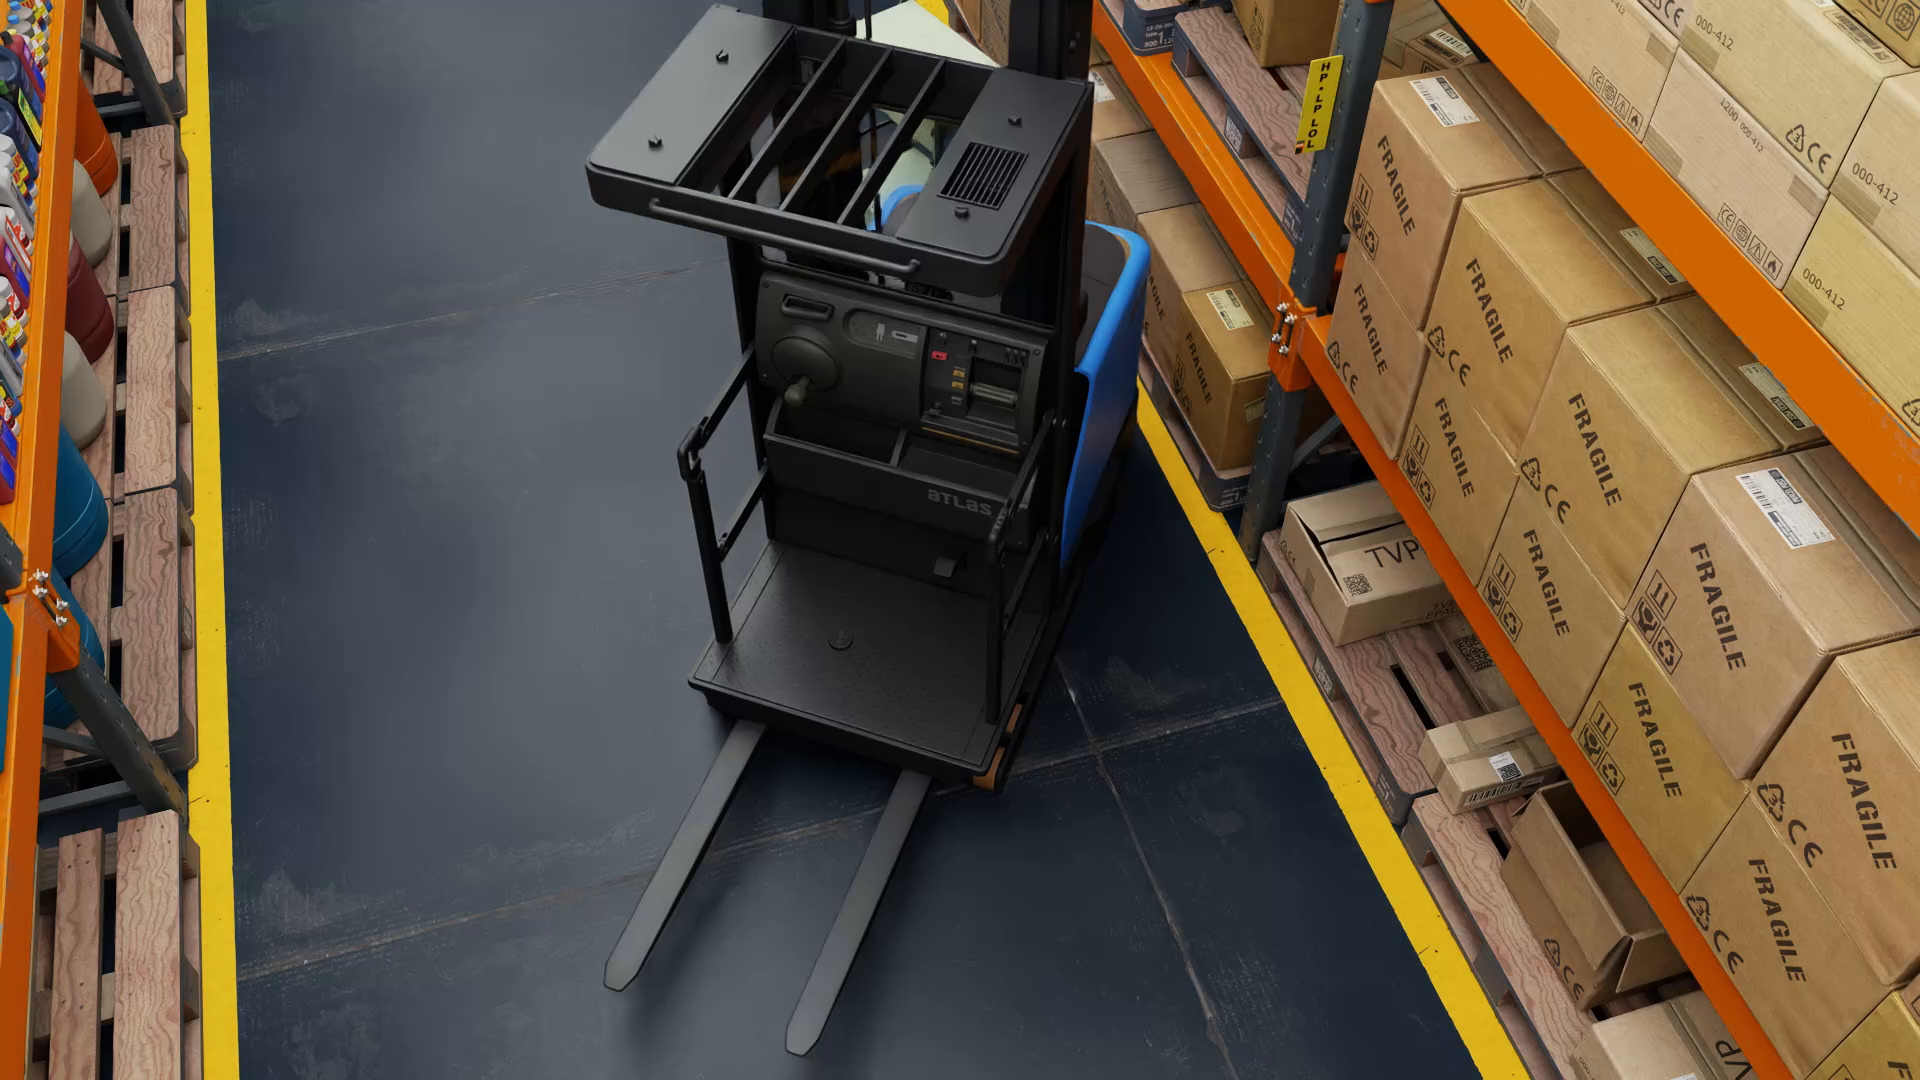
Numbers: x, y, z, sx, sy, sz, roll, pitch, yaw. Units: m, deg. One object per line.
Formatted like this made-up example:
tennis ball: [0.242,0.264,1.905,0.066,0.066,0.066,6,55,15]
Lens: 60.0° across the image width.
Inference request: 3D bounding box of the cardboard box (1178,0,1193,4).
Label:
cardboard box: [1.003,-2.477,6.326,0.700,0.500,0.500,-25,54,-20]

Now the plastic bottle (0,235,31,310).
plastic bottle: [-3.112,-0.892,5.406,0.061,0.283,0.133,-13,51,-11]

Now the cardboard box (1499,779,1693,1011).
cardboard box: [2.145,1.000,5.079,0.797,0.503,0.637,-13,51,-11]

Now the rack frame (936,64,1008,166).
rack frame: [0.073,-1.290,6.646,0.400,1.500,0.023,-30,56,-23]

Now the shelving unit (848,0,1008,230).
shelving unit: [-0.147,-1.513,6.835,0.431,1.500,0.755,-30,56,-23]

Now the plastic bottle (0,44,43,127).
plastic bottle: [-3.459,-1.662,6.011,0.144,0.351,0.185,-13,51,-11]

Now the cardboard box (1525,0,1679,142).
cardboard box: [1.636,-1.175,3.704,0.500,0.250,0.500,-13,51,-11]

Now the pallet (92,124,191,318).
pallet: [-4.059,-1.373,7.559,1.003,0.211,1.213,-13,51,-11]

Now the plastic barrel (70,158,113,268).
plastic barrel: [-3.918,-1.426,7.132,0.421,0.512,0.421,0,50,0]

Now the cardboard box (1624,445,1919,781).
cardboard box: [1.913,0.149,3.733,0.500,0.500,0.500,-12,51,-10]

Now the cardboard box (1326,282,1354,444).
cardboard box: [1.674,-0.778,6.581,0.500,0.500,0.500,-15,52,-13]

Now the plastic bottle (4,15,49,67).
plastic bottle: [-3.547,-1.891,6.302,0.097,0.201,0.097,0,50,0]

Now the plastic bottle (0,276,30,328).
plastic bottle: [-3.095,-0.777,5.363,0.097,0.201,0.097,0,50,0]

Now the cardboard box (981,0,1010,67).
cardboard box: [0.423,-2.513,8.043,0.500,0.500,0.500,-15,51,-12]

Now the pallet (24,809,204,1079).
pallet: [-2.894,1.511,5.128,1.003,0.211,1.213,-13,51,-11]

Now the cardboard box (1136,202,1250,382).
cardboard box: [1.026,-1.028,6.792,0.500,0.500,0.500,-13,51,-11]

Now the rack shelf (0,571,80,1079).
rack shelf: [-2.557,1.776,3.551,1.077,0.370,4.000,-13,51,-11]

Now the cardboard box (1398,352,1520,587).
cardboard box: [1.629,-0.259,4.730,0.500,0.500,0.500,-13,51,-10]

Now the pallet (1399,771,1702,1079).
pallet: [2.151,1.260,5.340,1.003,0.211,1.213,-13,51,-11]

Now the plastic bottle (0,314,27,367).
plastic bottle: [-3.038,-0.657,5.216,0.097,0.271,0.097,0,50,0]

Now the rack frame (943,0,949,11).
rack frame: [0.401,-3.955,7.912,1.000,3.000,0.127,-13,51,-11]

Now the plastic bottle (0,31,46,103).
plastic bottle: [-3.466,-1.766,6.143,0.061,0.283,0.133,-13,51,-11]

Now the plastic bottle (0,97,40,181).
plastic bottle: [-3.365,-1.430,5.816,0.144,0.351,0.185,-13,51,-11]

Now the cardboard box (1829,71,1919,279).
cardboard box: [1.925,-0.604,2.896,0.500,0.250,0.500,-13,51,-11]

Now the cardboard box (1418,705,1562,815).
cardboard box: [1.767,0.723,5.534,0.380,0.166,0.250,-13,51,-11]

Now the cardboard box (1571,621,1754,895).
cardboard box: [1.927,0.478,4.109,0.500,0.500,0.500,-14,51,-11]

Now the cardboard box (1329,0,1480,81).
cardboard box: [1.658,-1.598,5.585,0.700,0.500,0.500,-30,56,-23]

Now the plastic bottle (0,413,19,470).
plastic bottle: [-2.889,-0.340,4.941,0.061,0.283,0.133,-13,51,-11]

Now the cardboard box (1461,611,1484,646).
cardboard box: [2.024,-0.018,5.940,0.500,0.500,0.500,-13,51,-11]

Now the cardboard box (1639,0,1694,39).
cardboard box: [1.640,-1.337,3.514,0.500,0.250,0.500,-13,51,-11]

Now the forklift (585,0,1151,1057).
forklift: [-0.265,-0.437,4.991,1.130,2.935,3.031,15,52,13]

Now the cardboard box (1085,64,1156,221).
cardboard box: [0.726,-1.765,7.413,0.500,0.500,0.500,-15,51,-12]

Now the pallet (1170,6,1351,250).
pallet: [1.452,-1.580,6.035,1.003,0.211,1.213,-13,51,-11]

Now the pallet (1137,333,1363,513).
pallet: [1.308,-0.720,7.009,1.003,0.211,1.213,-13,51,-11]

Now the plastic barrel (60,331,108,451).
plastic barrel: [-3.584,-0.601,6.437,0.421,0.512,0.421,0,50,0]

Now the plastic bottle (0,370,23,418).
plastic bottle: [-2.969,-0.488,5.073,0.097,0.271,0.097,0,50,0]

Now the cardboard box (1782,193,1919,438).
cardboard box: [1.933,-0.445,3.089,0.500,0.250,0.500,-13,51,-11]

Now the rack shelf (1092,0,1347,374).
rack shelf: [0.993,-2.262,6.956,1.077,0.370,4.000,-13,51,-11]

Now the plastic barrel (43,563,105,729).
plastic barrel: [-3.293,0.224,5.487,0.600,0.901,0.708,-13,51,-11]

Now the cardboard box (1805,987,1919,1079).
cardboard box: [2.218,1.212,3.491,0.500,0.500,0.500,-13,51,-11]

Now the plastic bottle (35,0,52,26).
plastic bottle: [-3.633,-2.104,6.482,0.097,0.201,0.097,0,50,0]

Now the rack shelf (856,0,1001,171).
rack shelf: [-0.147,-1.765,6.536,0.431,0.370,0.720,-30,56,-23]

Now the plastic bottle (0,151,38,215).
plastic bottle: [-3.272,-1.236,5.704,0.097,0.271,0.097,0,50,0]

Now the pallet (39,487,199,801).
pallet: [-3.337,0.410,6.056,1.003,0.211,1.213,-13,51,-11]

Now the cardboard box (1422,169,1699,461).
cardboard box: [1.608,-0.604,4.367,0.500,0.500,0.500,-15,51,-12]

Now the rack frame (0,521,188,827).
rack frame: [-3.149,0.084,4.507,1.000,3.000,0.127,-13,51,-11]

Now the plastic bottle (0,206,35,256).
plastic bottle: [-3.203,-1.044,5.587,0.097,0.201,0.097,0,50,0]

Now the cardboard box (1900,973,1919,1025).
cardboard box: [2.223,0.902,3.098,0.500,0.500,0.500,-12,51,-10]
